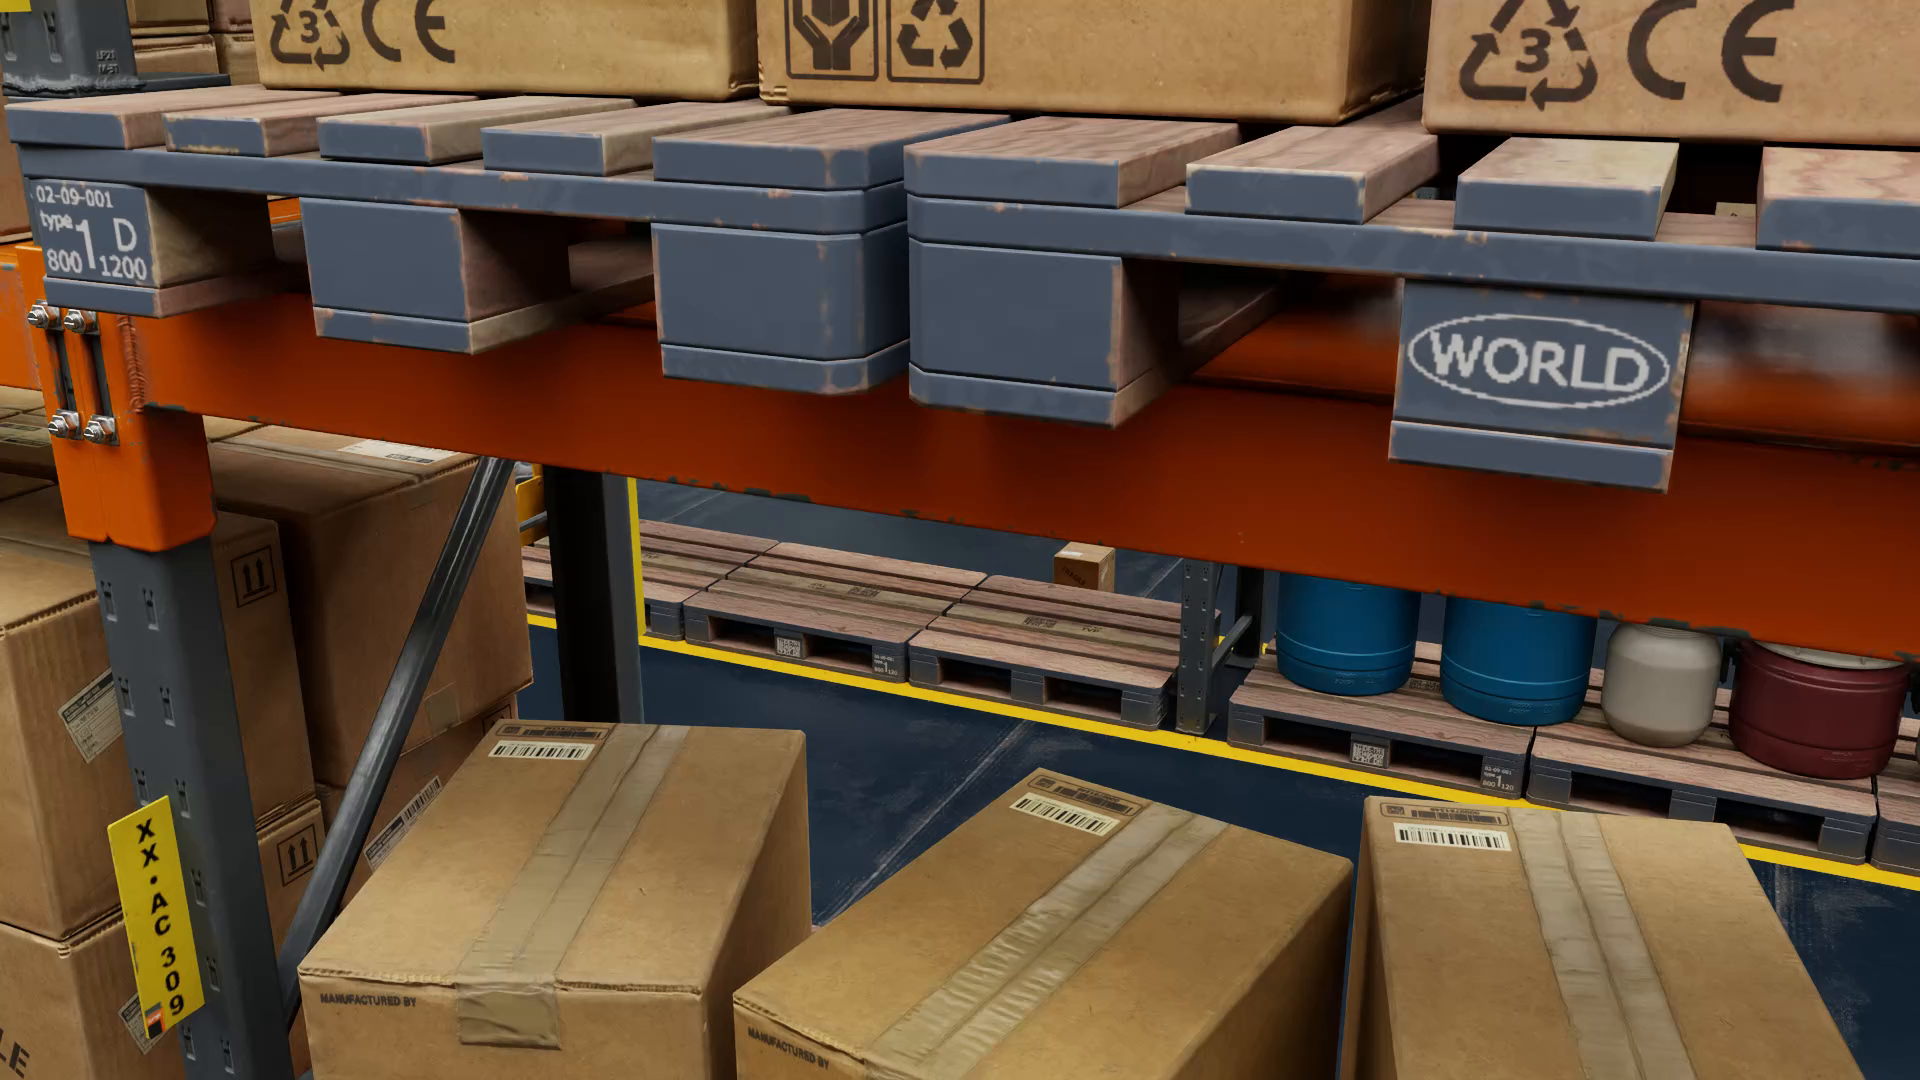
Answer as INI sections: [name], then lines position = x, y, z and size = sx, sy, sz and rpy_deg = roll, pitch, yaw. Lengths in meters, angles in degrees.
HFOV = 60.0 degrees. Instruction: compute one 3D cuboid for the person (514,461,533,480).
[person]
position = -2.759, -1.170, 10.370
size = 0.410, 1.662, 0.518
rpy_deg = -14, 24, -35
